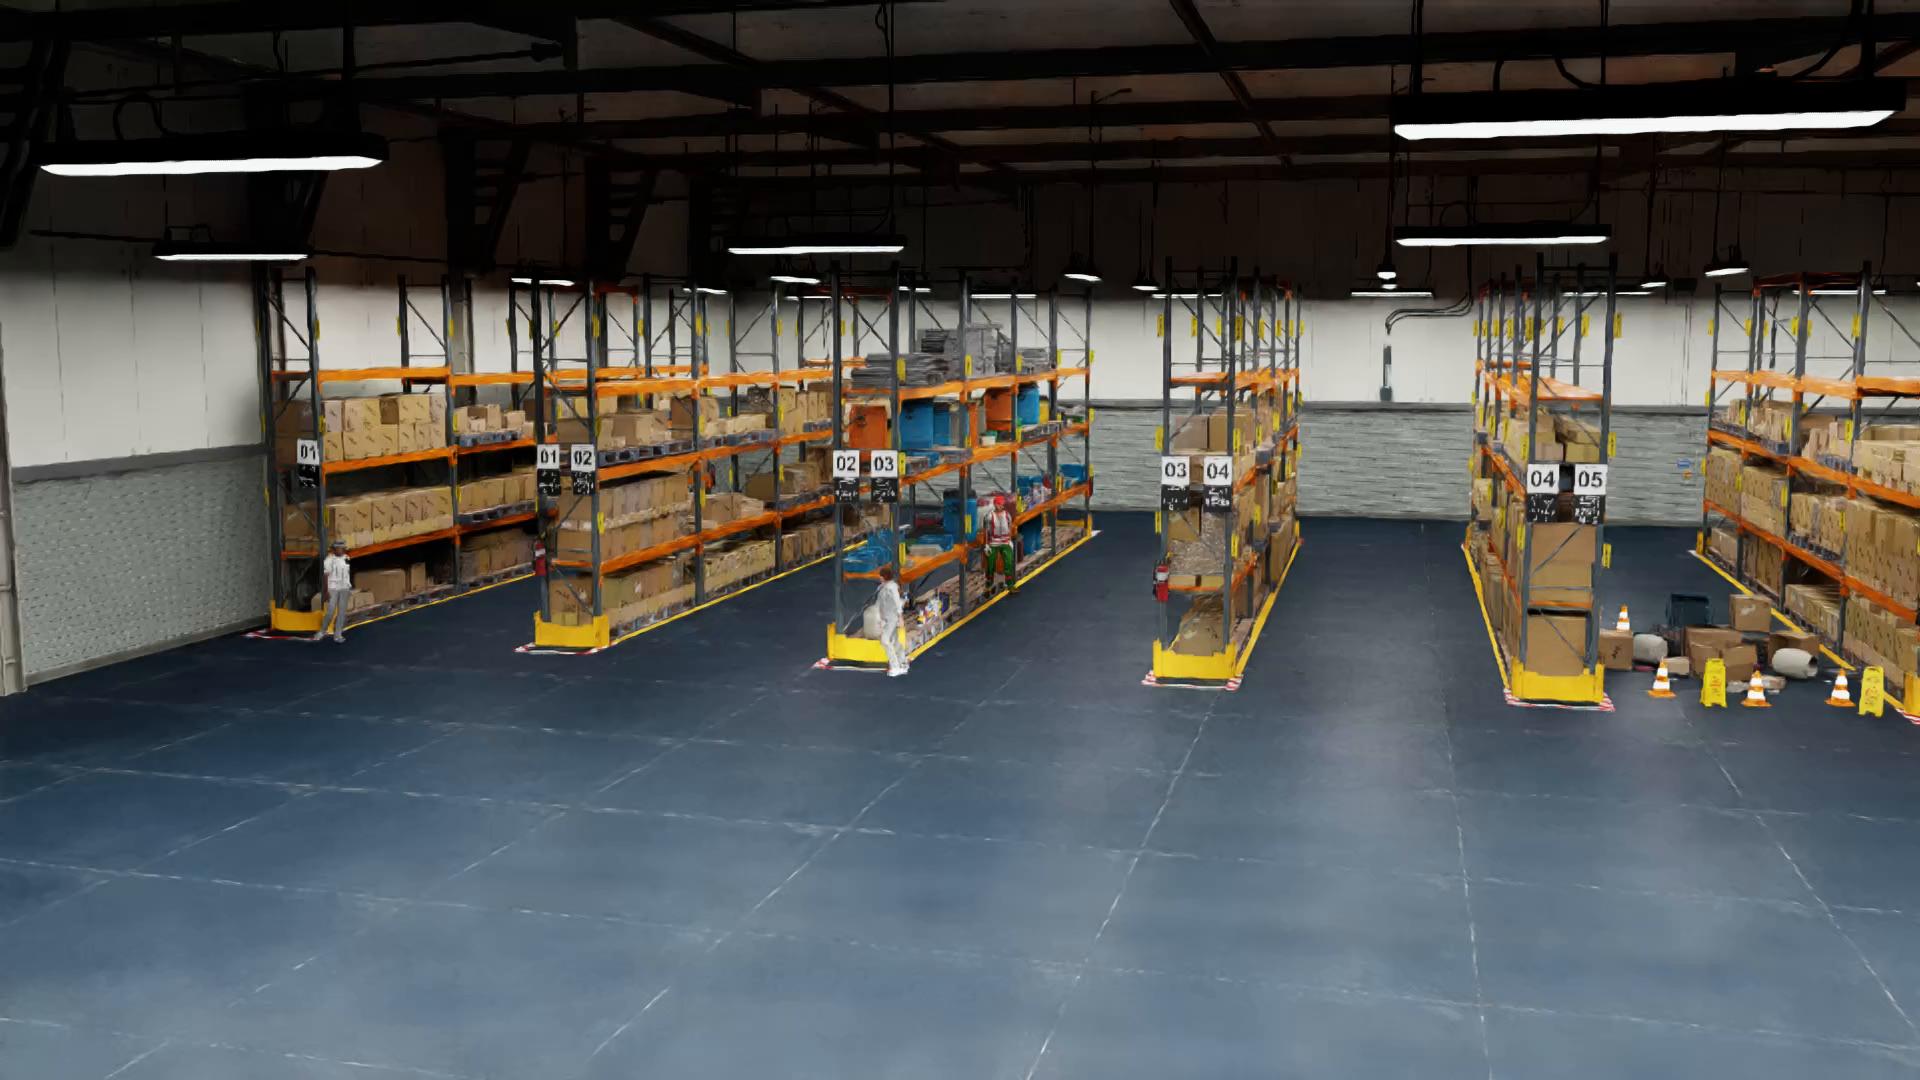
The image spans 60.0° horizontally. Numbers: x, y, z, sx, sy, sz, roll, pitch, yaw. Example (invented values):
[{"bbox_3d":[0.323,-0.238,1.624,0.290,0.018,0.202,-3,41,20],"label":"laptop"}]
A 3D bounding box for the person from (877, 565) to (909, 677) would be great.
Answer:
[{"bbox_3d":[-0.967,1.157,24.078,0.460,1.582,0.532,-3,8,-20],"label":"person"}]

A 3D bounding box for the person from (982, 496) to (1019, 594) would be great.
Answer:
[{"bbox_3d":[0.714,0.079,29.652,0.591,1.759,0.794,-2,8,-15],"label":"person"}]

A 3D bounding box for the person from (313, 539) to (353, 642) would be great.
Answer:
[{"bbox_3d":[-10.020,0.809,26.568,0.459,1.655,0.628,6,10,41],"label":"person"}]
